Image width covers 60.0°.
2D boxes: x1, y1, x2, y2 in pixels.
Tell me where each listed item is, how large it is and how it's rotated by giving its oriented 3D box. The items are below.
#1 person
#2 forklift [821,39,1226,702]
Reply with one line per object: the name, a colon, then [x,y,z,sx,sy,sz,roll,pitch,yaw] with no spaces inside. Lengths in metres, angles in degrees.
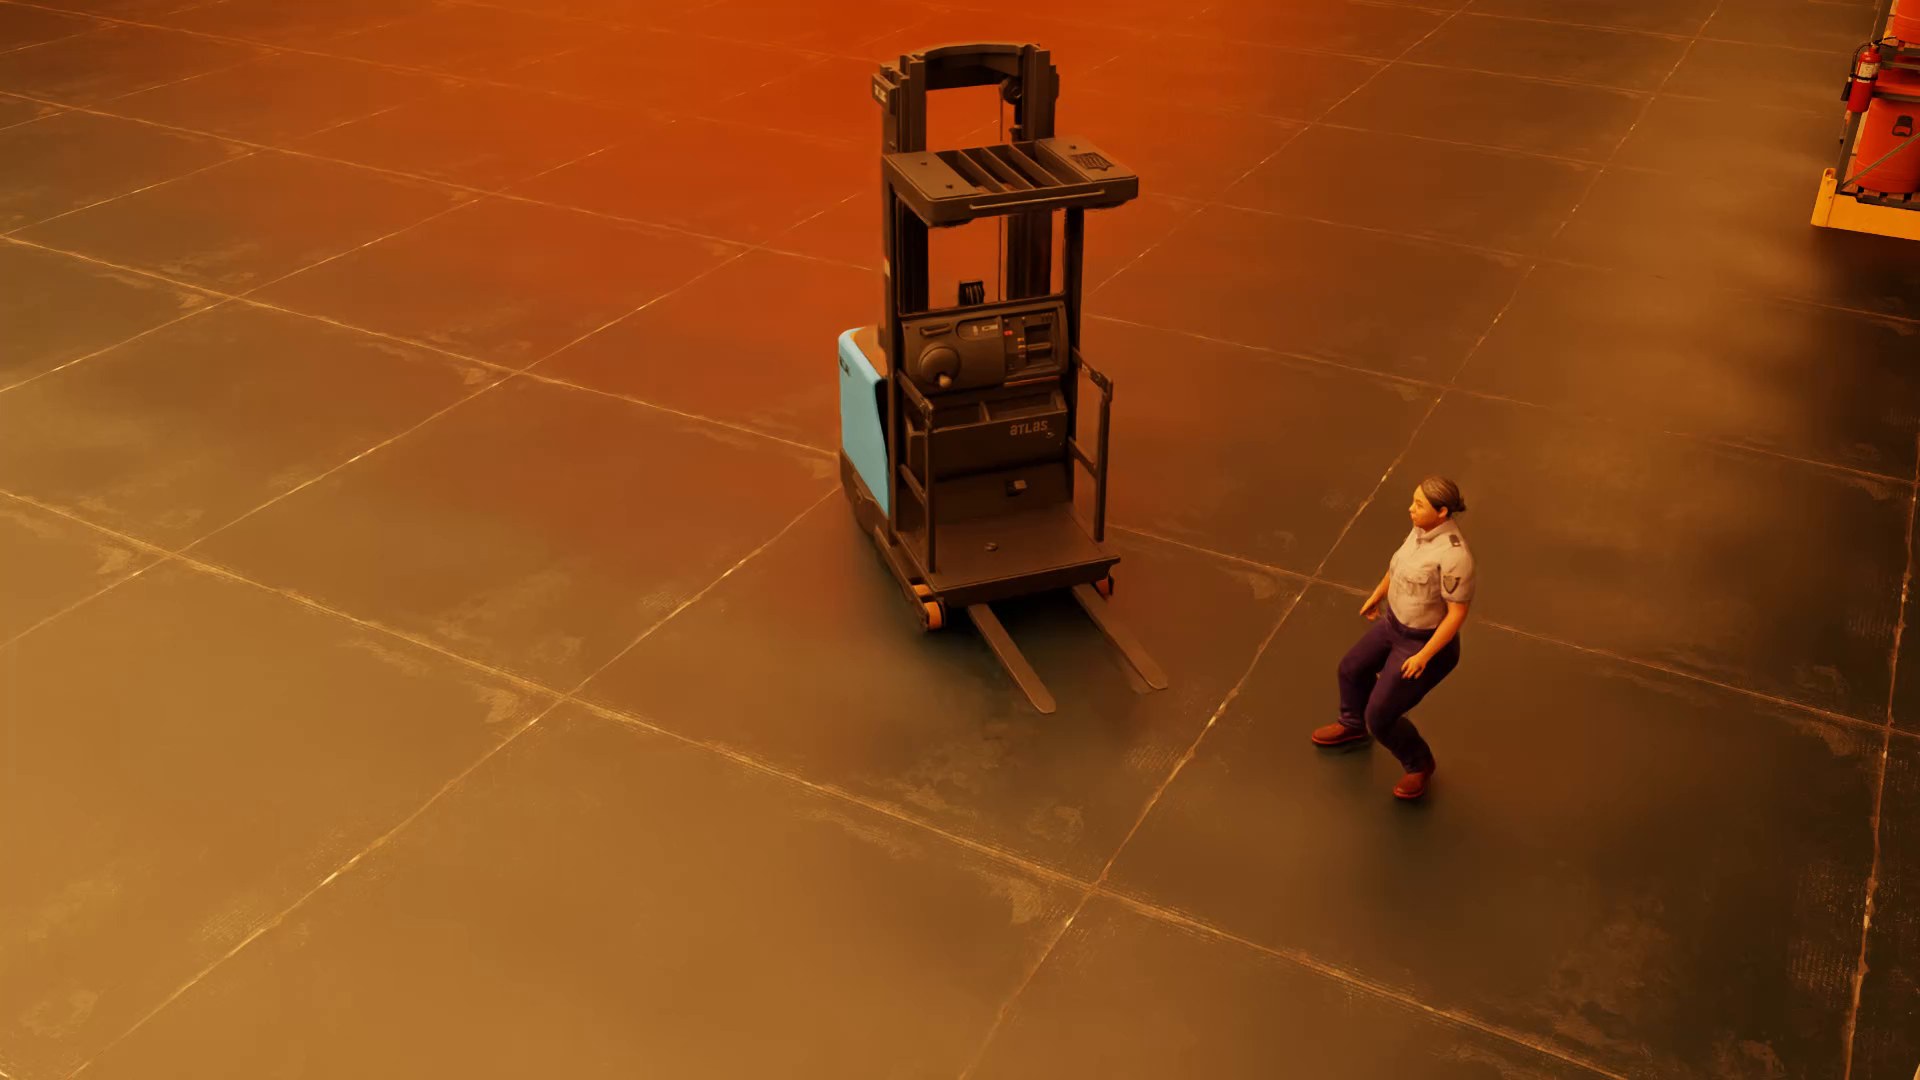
person: [1.892,0.502,7.658,0.662,1.467,0.859,1,30,1]
forklift: [0.317,-1.022,8.841,1.130,2.935,3.031,-16,34,-25]
